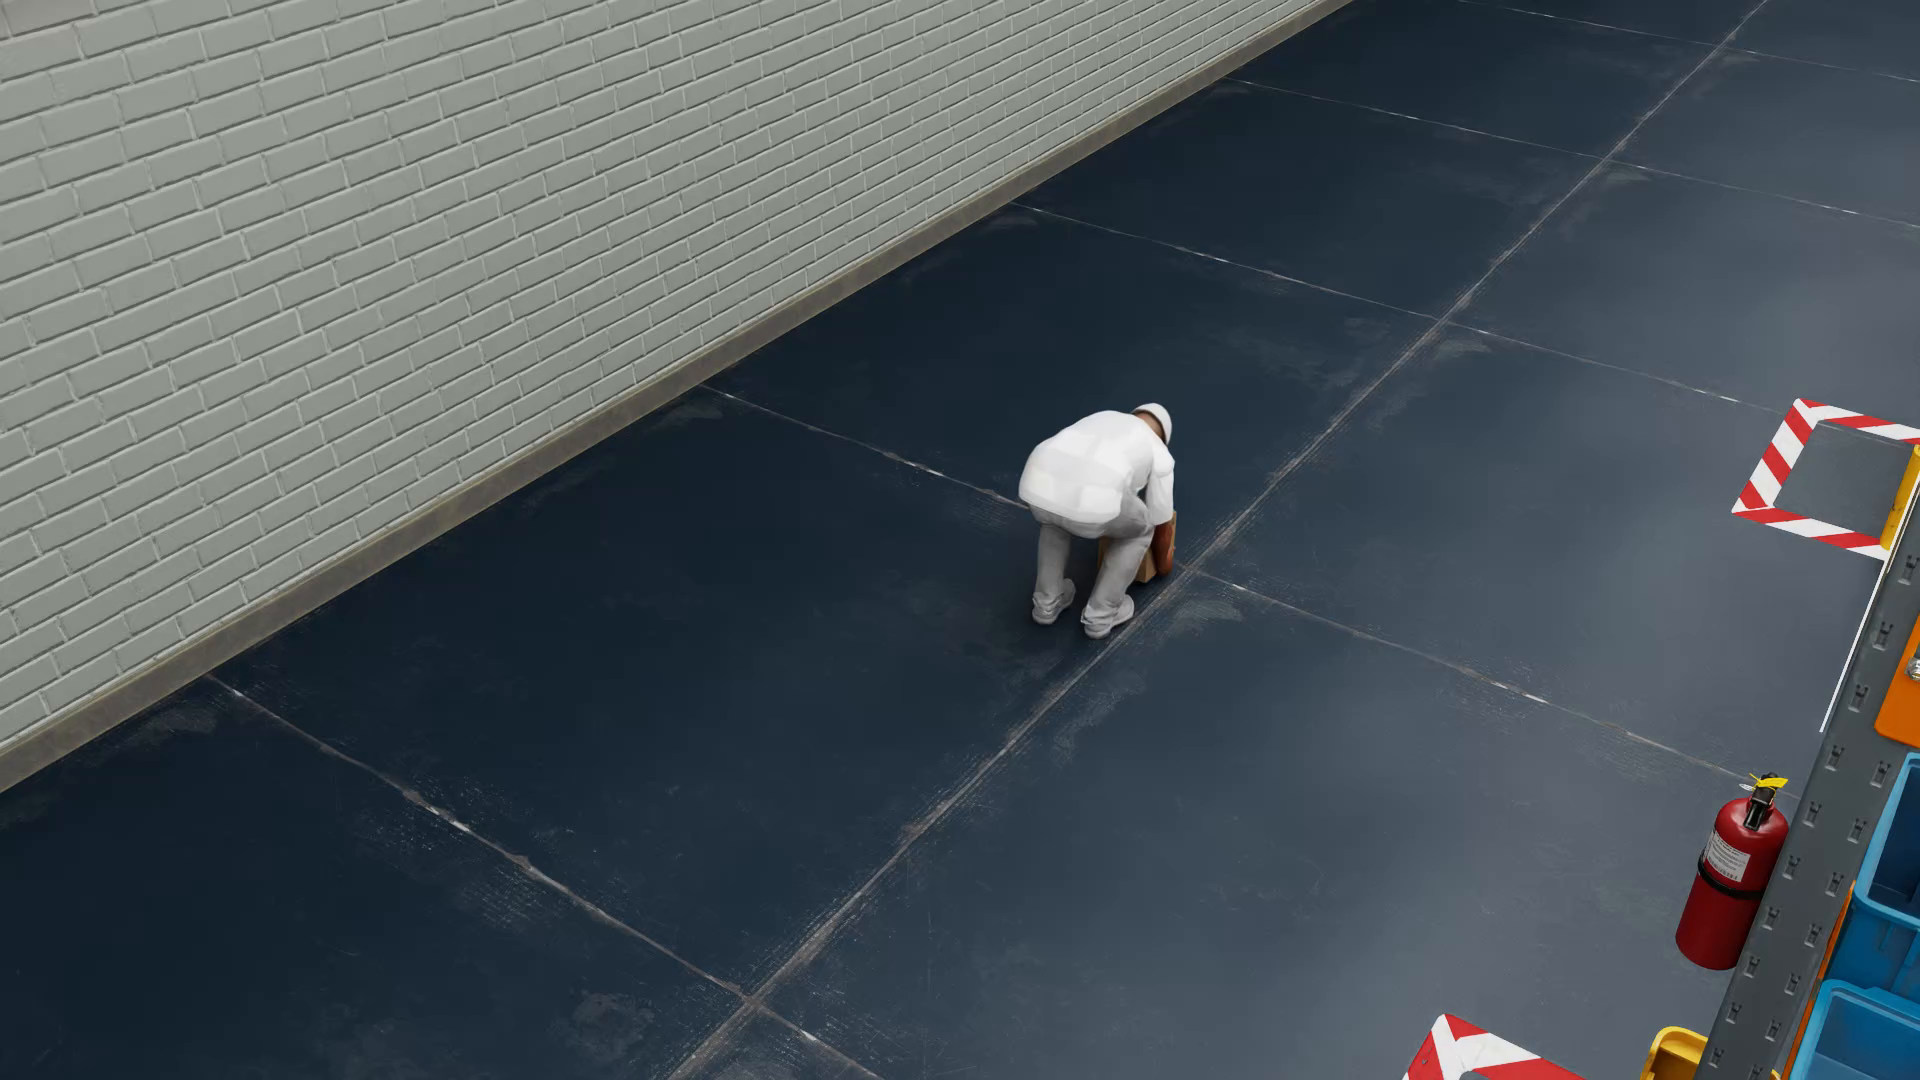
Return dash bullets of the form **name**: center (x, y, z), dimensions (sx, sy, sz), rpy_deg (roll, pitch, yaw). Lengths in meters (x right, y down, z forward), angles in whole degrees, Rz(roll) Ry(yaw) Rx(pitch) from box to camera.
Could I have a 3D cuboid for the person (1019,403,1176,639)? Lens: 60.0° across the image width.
- **person**: center (0.609, -0.134, 7.049), dimensions (0.498, 0.939, 0.974), rpy_deg (20, 39, 26)
